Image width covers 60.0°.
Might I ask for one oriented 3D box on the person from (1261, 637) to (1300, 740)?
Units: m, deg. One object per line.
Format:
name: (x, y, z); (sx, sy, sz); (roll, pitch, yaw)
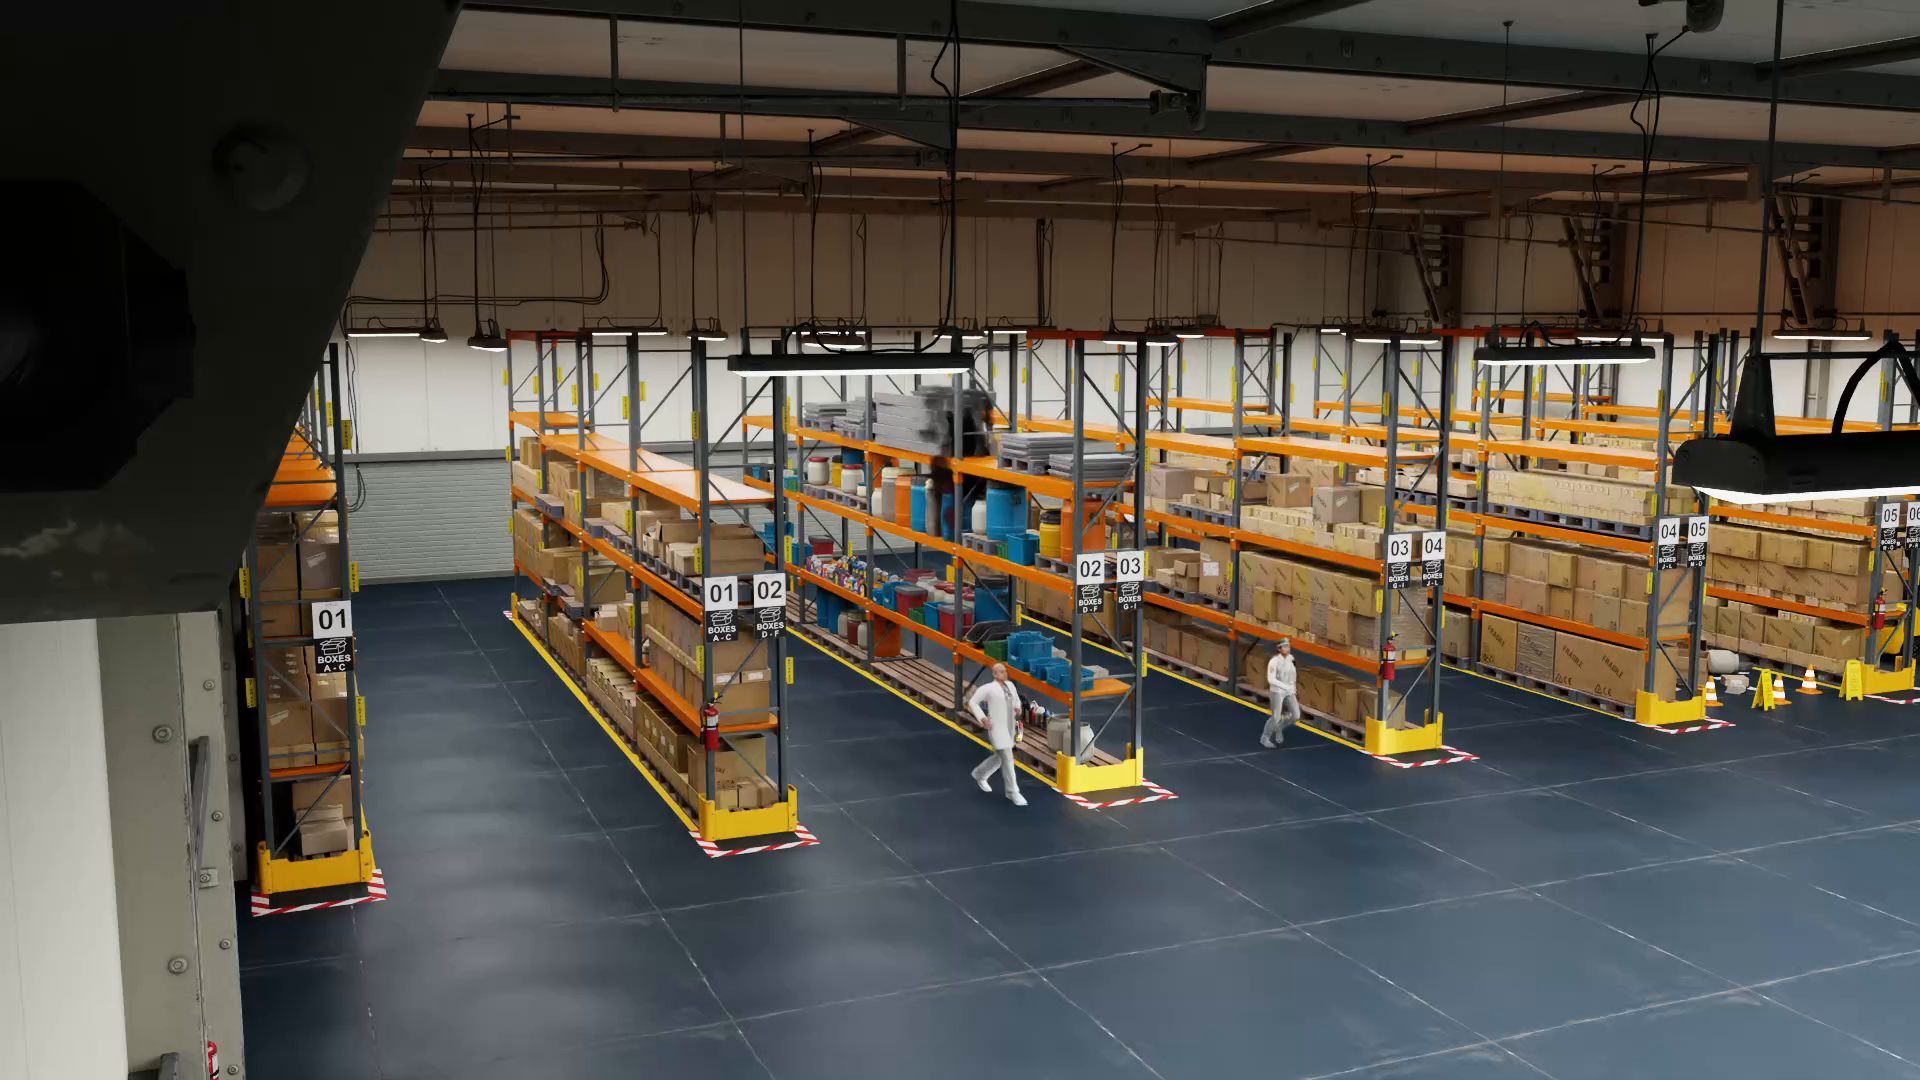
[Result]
person: (4.729, 2.180, 24.211); (0.648, 1.576, 0.624); (-4, 9, -28)

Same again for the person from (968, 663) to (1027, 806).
person: (0.539, 2.551, 21.789); (0.966, 1.726, 0.740); (6, 10, 37)

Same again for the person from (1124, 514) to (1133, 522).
person: (4.000, -0.164, 41.640); (0.568, 1.715, 0.788); (-1, 8, -9)
